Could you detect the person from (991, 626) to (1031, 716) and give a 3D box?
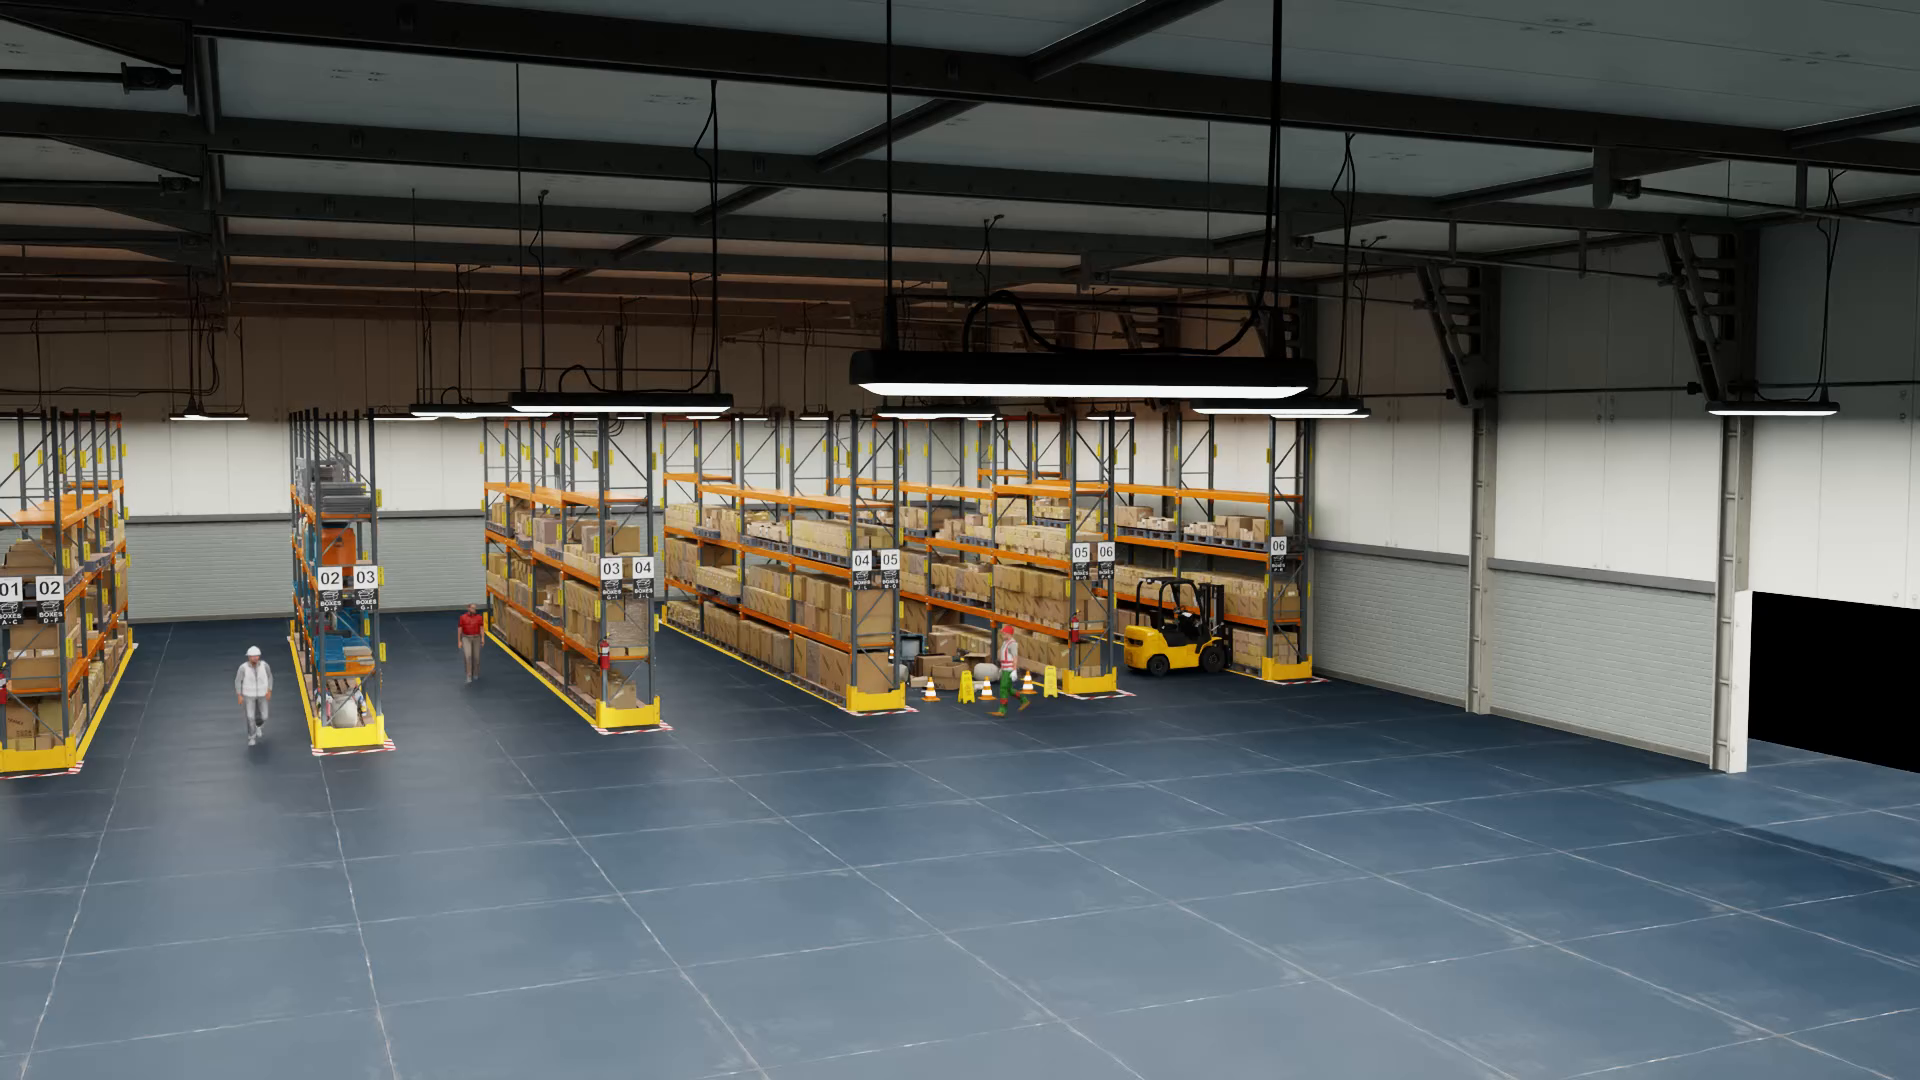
[{"bbox_3d":[1.000,2.562,32.602,0.855,1.777,0.599,-1,4,-13],"label":"person"}]

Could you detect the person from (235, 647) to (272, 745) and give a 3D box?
[{"bbox_3d":[-12.669,2.766,29.821,0.624,1.756,0.638,-3,5,-33],"label":"person"}]

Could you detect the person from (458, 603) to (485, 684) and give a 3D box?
[{"bbox_3d":[-10.828,2.286,36.973,0.565,1.742,0.696,-2,5,-29],"label":"person"}]
